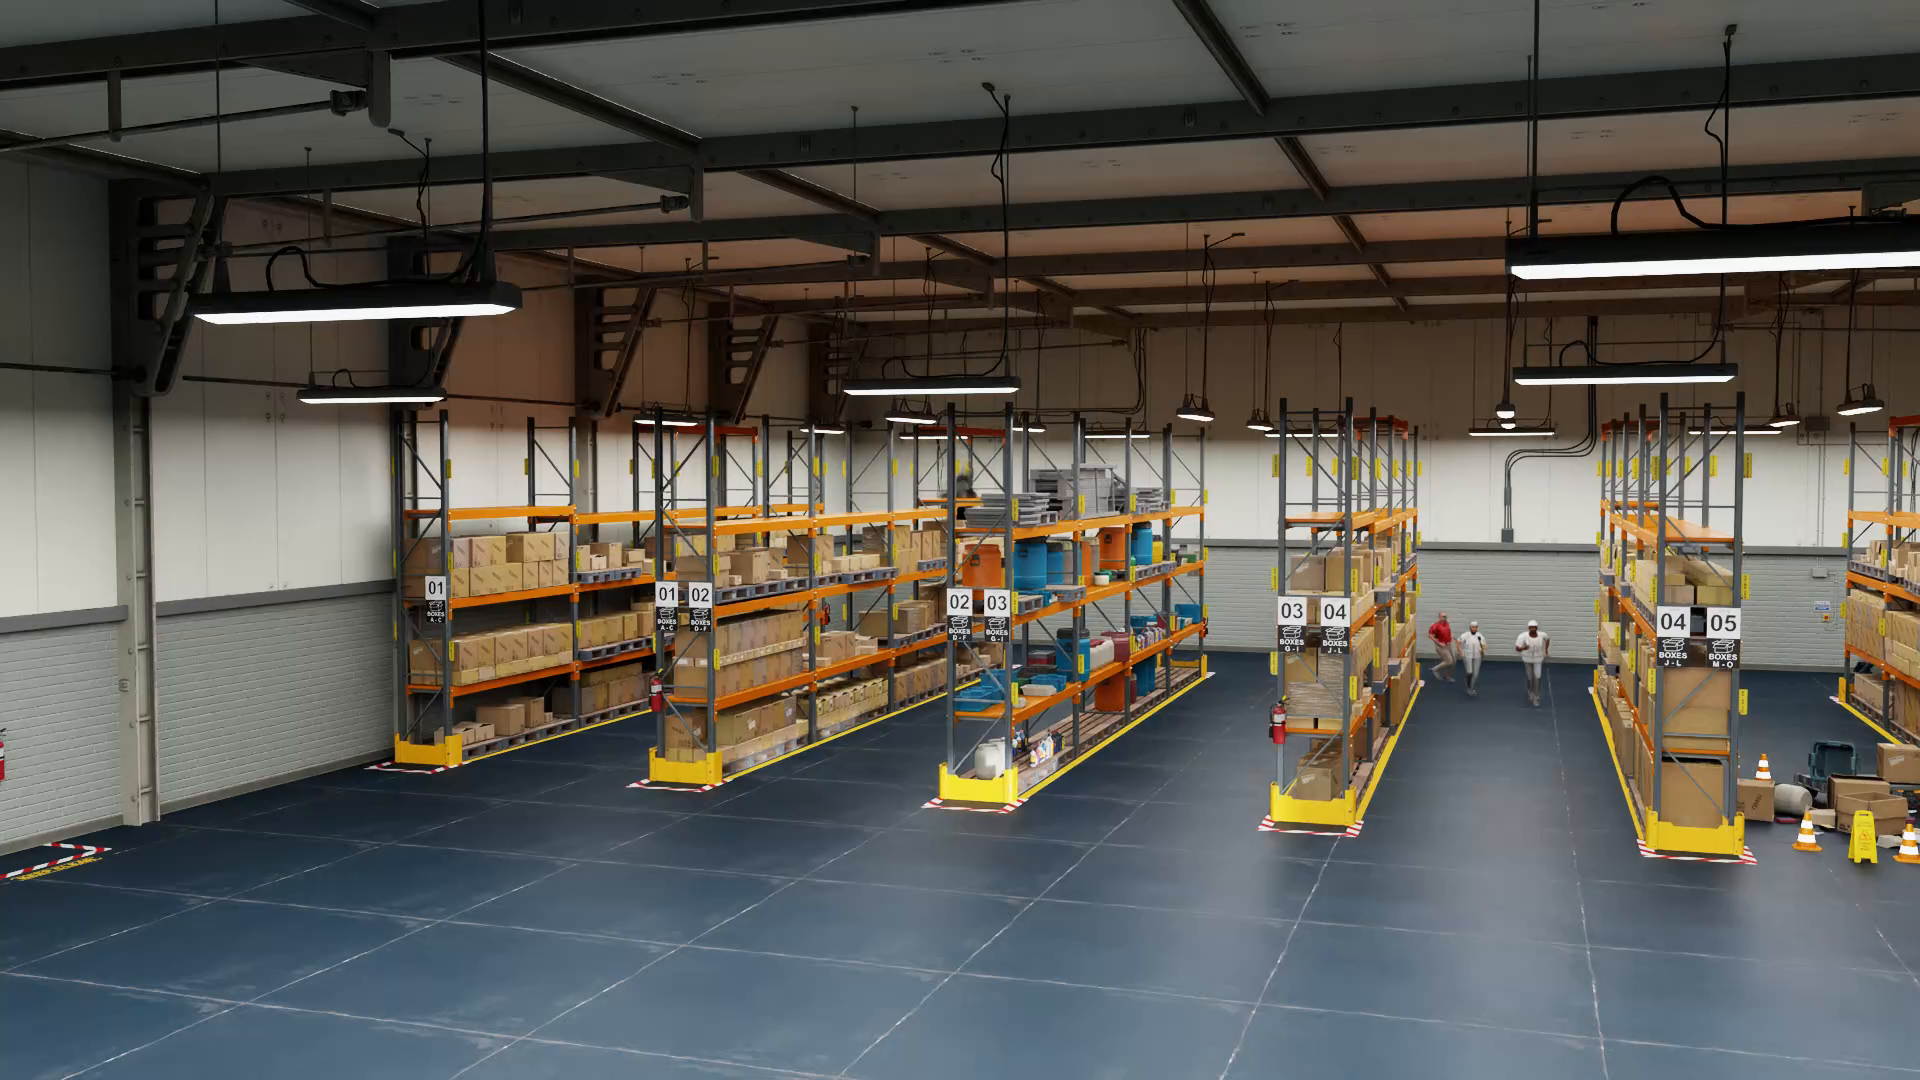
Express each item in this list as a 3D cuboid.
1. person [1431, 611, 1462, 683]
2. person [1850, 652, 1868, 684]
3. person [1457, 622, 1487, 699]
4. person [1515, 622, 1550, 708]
[{"bbox_3d":[11.448,2.511,38.908,0.666,1.707,0.645,-2,3,-40],"label":"person"},{"bbox_3d":[19.878,2.627,36.766,0.833,1.544,0.634,2,3,40],"label":"person"},{"bbox_3d":[11.249,2.622,36.523,0.622,1.685,0.793,0,2,9],"label":"person"},{"bbox_3d":[12.130,2.621,35.231,0.702,1.802,0.958,1,3,16],"label":"person"}]
